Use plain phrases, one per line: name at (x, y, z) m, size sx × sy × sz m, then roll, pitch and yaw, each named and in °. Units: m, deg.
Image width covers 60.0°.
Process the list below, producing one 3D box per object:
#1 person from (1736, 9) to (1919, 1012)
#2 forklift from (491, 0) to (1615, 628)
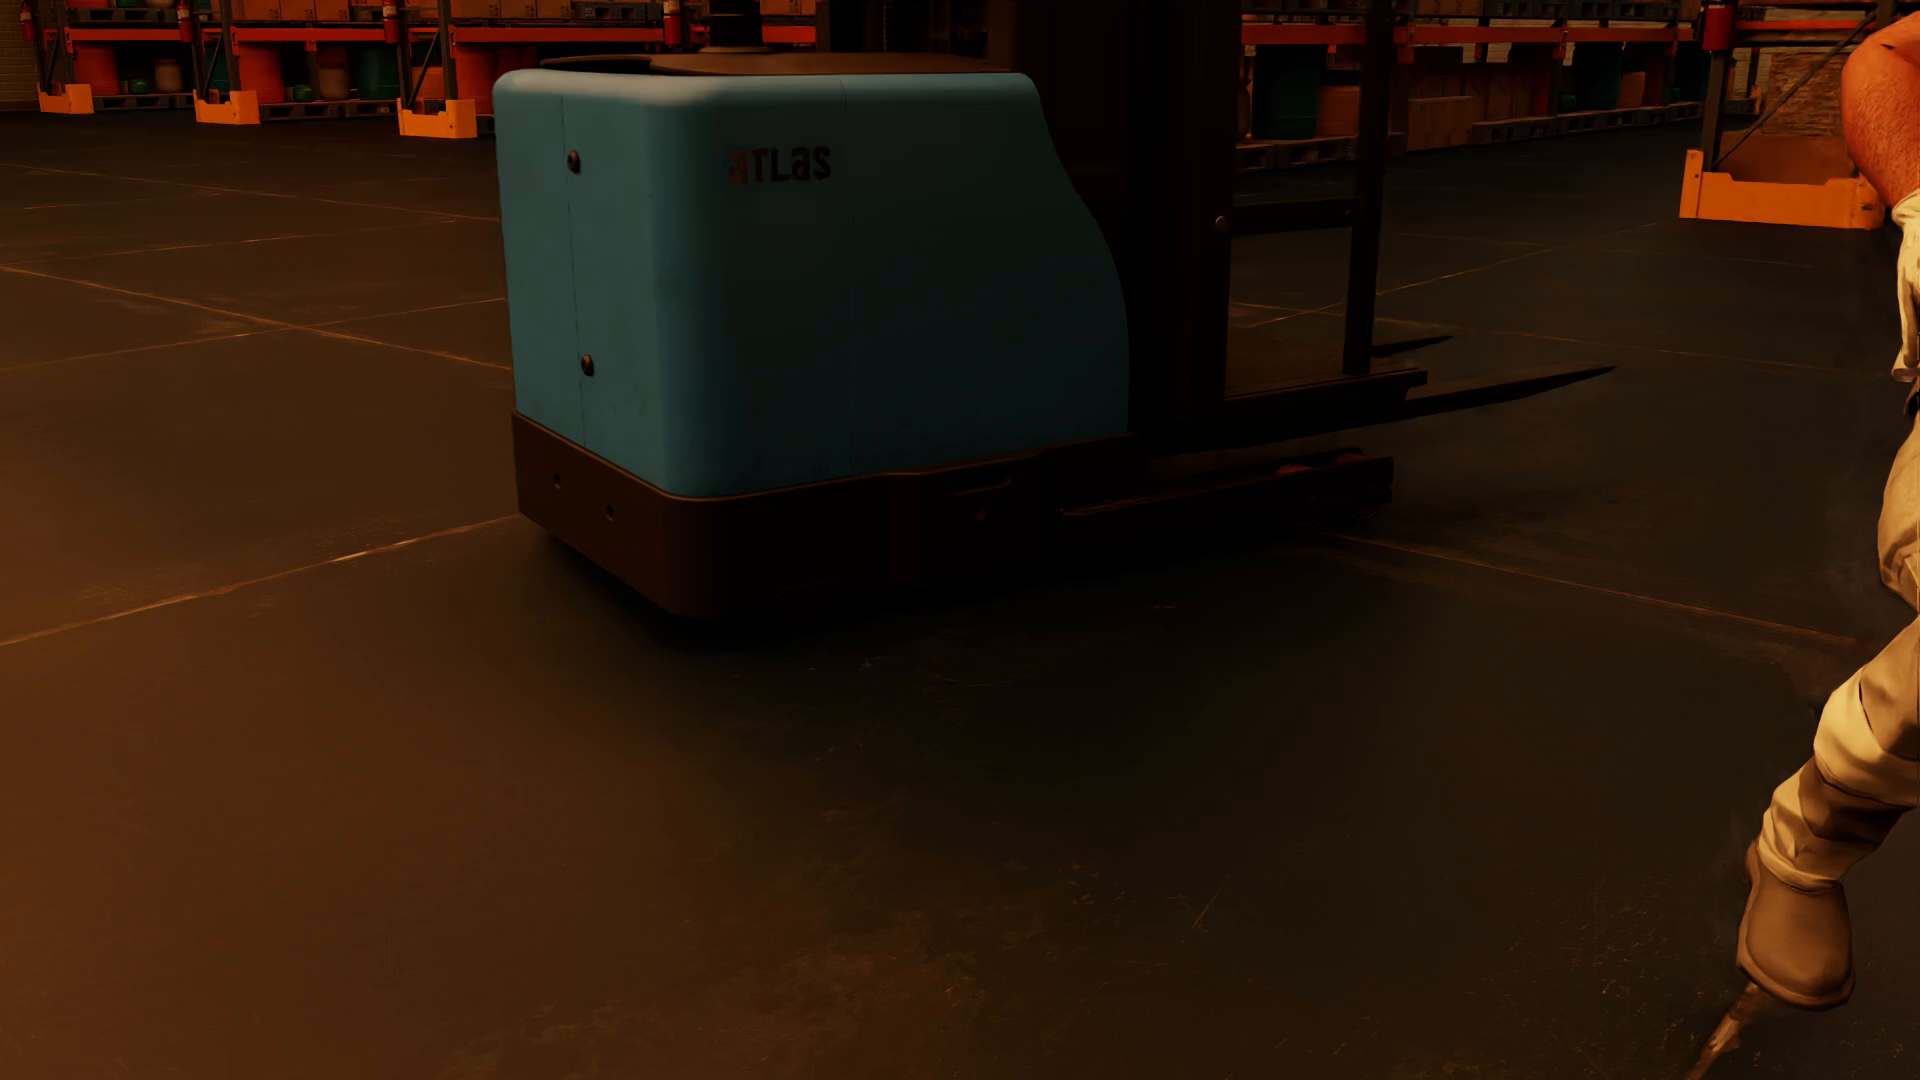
person at (1.374, -0.086, 1.724) m, size 0.898 × 1.540 × 0.777 m, roll 6°, pitch 18°, yaw 19°
forklift at (0.465, -1.536, 3.957) m, size 3.031 × 2.935 × 1.130 m, roll -11°, pitch 20°, yaw -32°
